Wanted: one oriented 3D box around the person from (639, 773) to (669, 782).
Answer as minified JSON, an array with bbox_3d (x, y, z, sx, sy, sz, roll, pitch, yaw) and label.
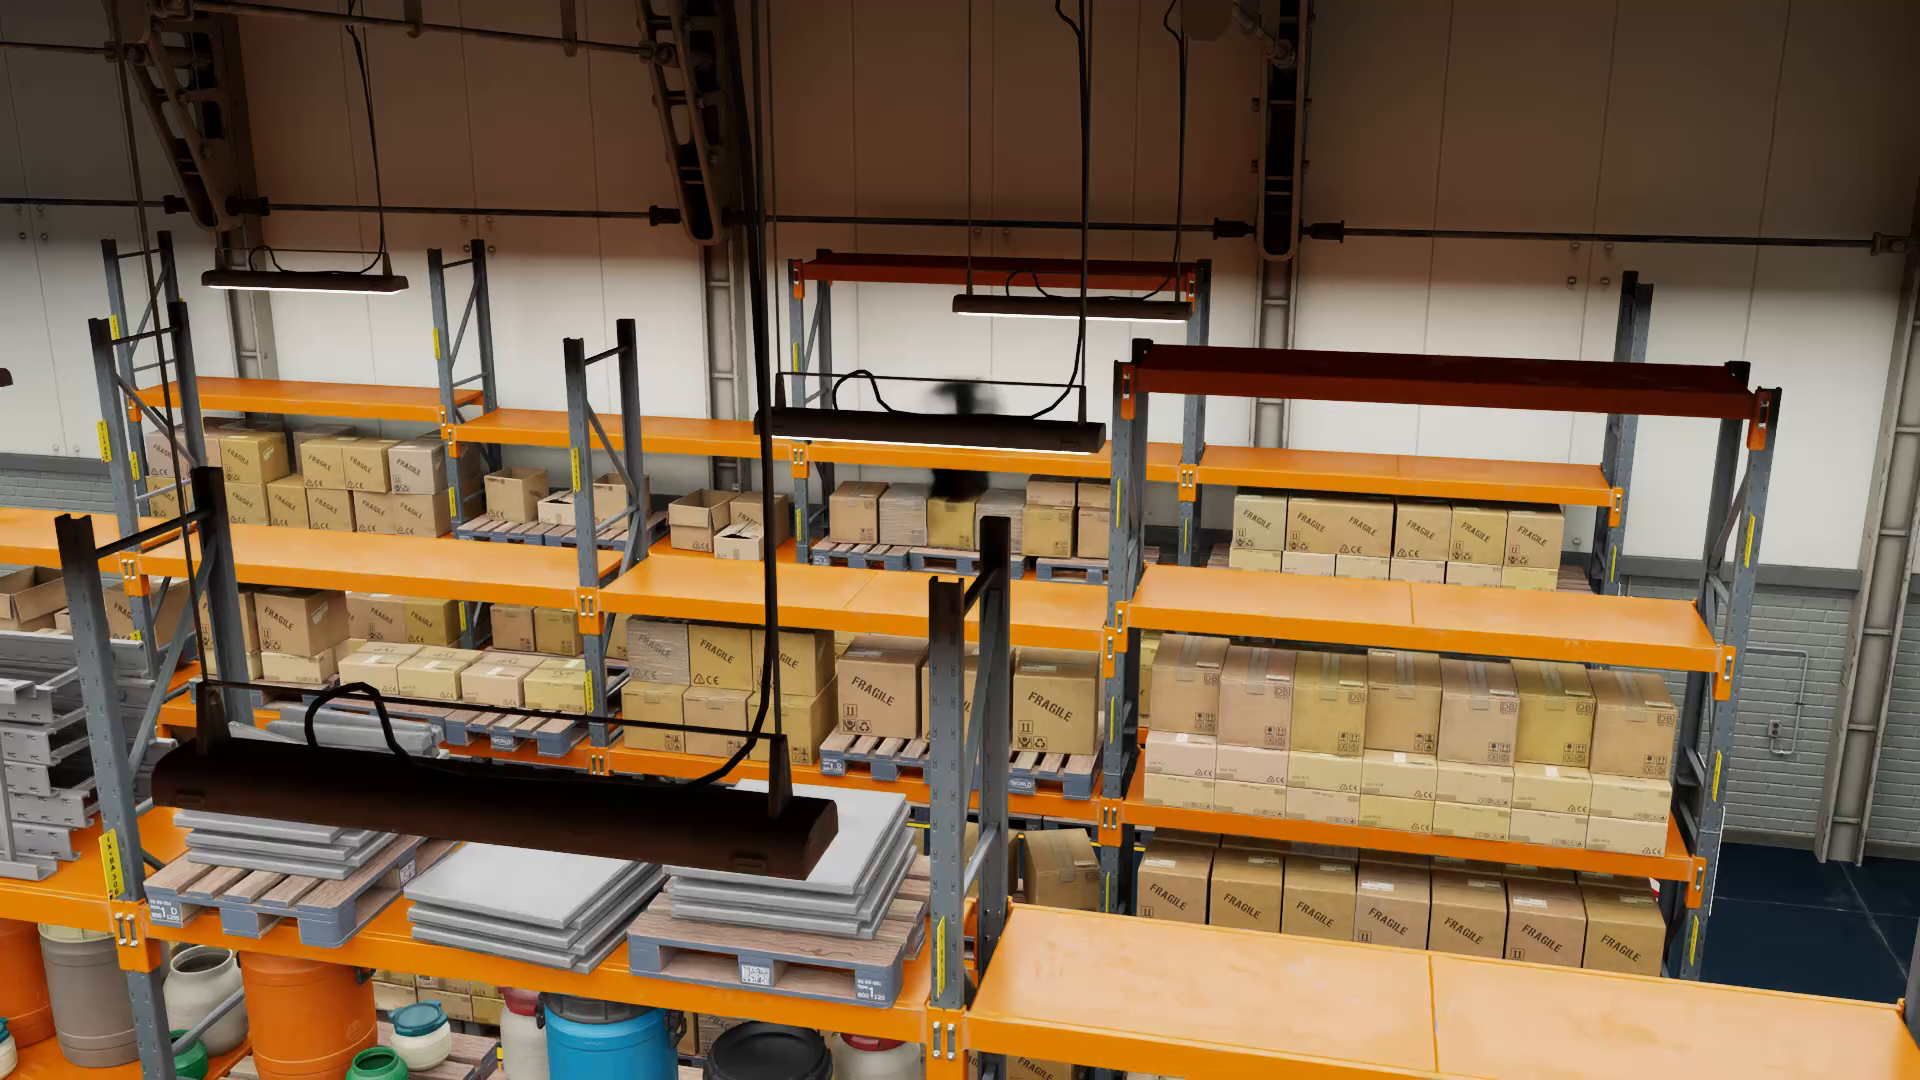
[{"bbox_3d":[-2.858,2.753,15.989,0.619,1.688,0.630,-6,17,-20],"label":"person"}]
